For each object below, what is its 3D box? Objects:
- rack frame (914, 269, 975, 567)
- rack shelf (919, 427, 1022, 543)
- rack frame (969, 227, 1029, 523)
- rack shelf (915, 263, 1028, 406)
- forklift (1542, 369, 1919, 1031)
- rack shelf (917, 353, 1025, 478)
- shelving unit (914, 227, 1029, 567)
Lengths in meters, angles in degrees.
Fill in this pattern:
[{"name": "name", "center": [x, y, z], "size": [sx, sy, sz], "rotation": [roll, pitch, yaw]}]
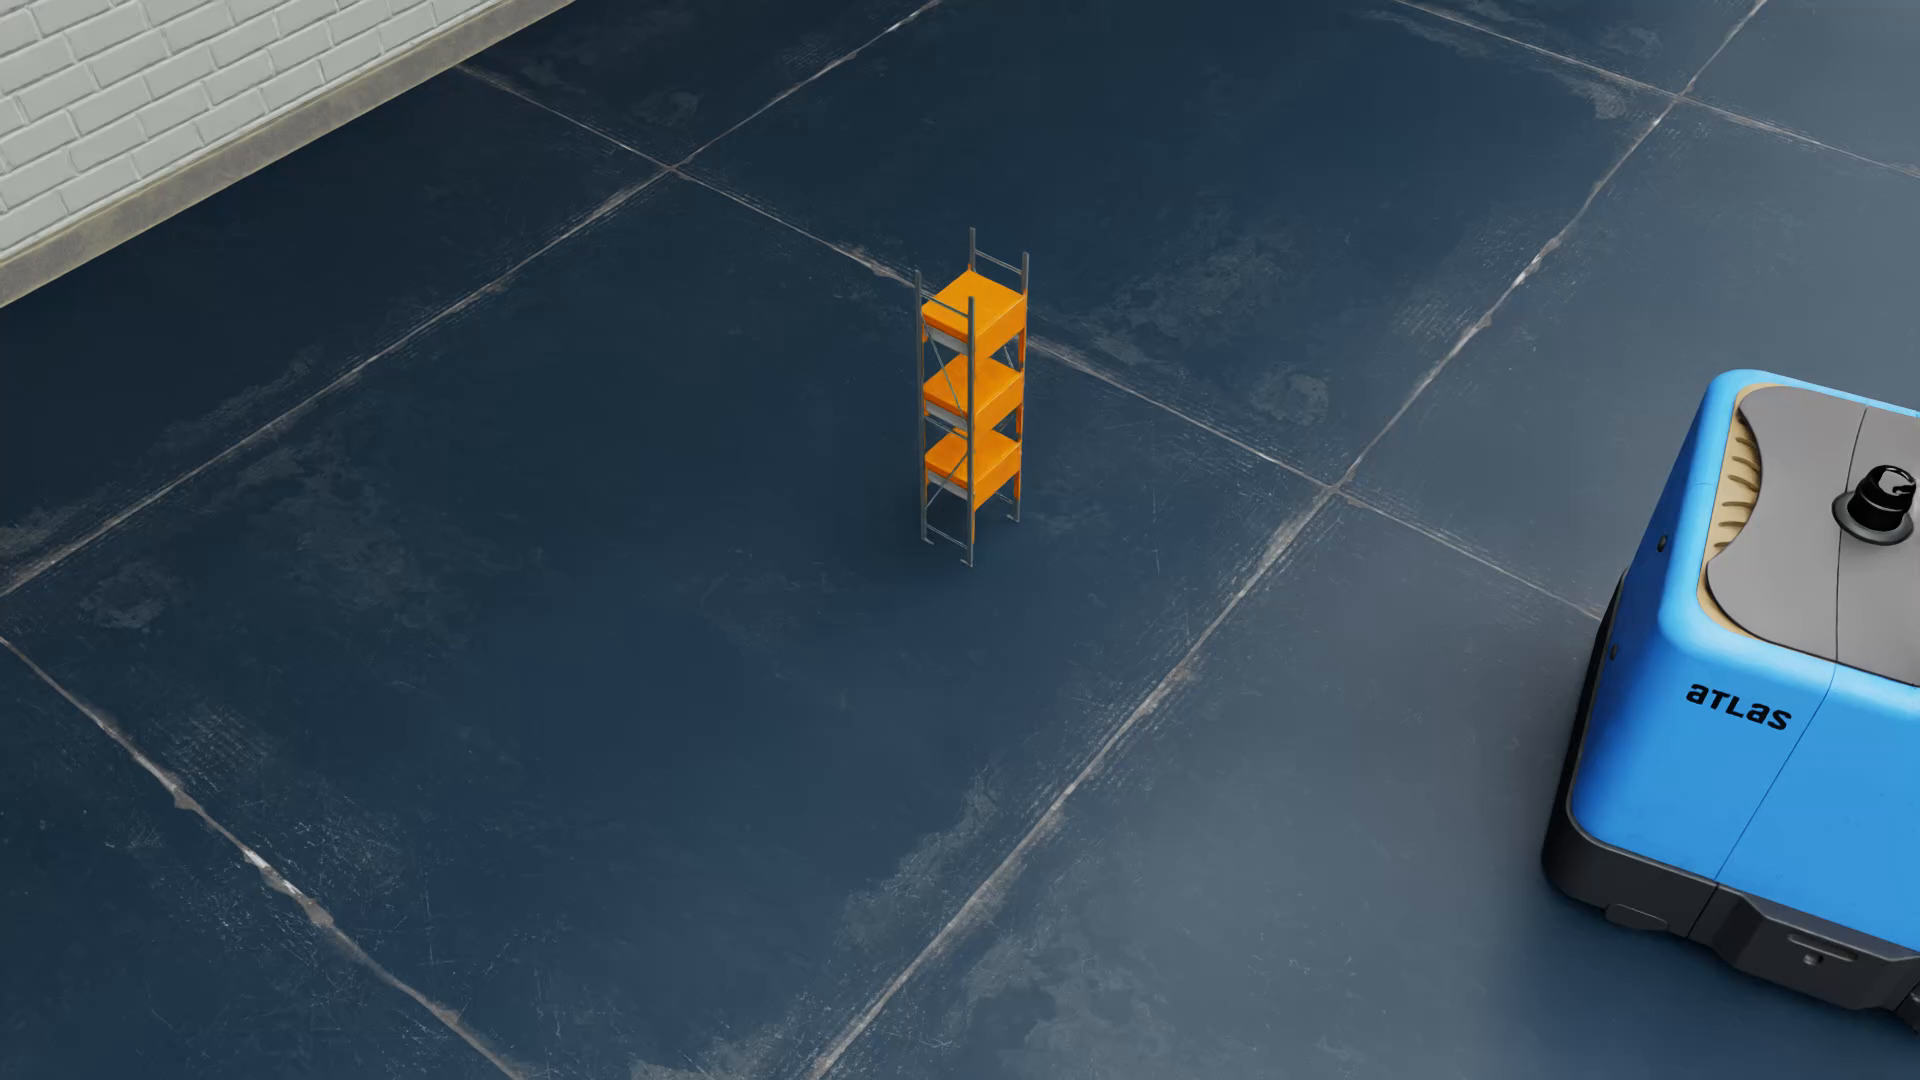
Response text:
[{"name": "rack frame", "center": [-0.042, -0.323, 4.833], "size": [0.200, 1.050, 0.008], "rotation": [29, 53, 25]}, {"name": "rack shelf", "center": [0.033, -0.194, 5.108], "size": [0.215, 0.259, 0.240], "rotation": [29, 53, 25]}, {"name": "rack frame", "center": [0.107, -0.463, 4.966], "size": [0.200, 1.050, 0.008], "rotation": [29, 53, 25]}, {"name": "rack shelf", "center": [0.033, -0.582, 4.702], "size": [0.215, 0.259, 0.240], "rotation": [29, 53, 25]}, {"name": "forklift", "center": [3.081, 0.037, 3.188], "size": [3.031, 2.935, 1.130], "rotation": [18, 49, 17]}, {"name": "rack shelf", "center": [0.033, -0.386, 4.907], "size": [0.215, 0.259, 0.240], "rotation": [29, 53, 25]}, {"name": "shelving unit", "center": [0.033, -0.393, 4.900], "size": [0.215, 1.050, 0.252], "rotation": [29, 53, 25]}]
